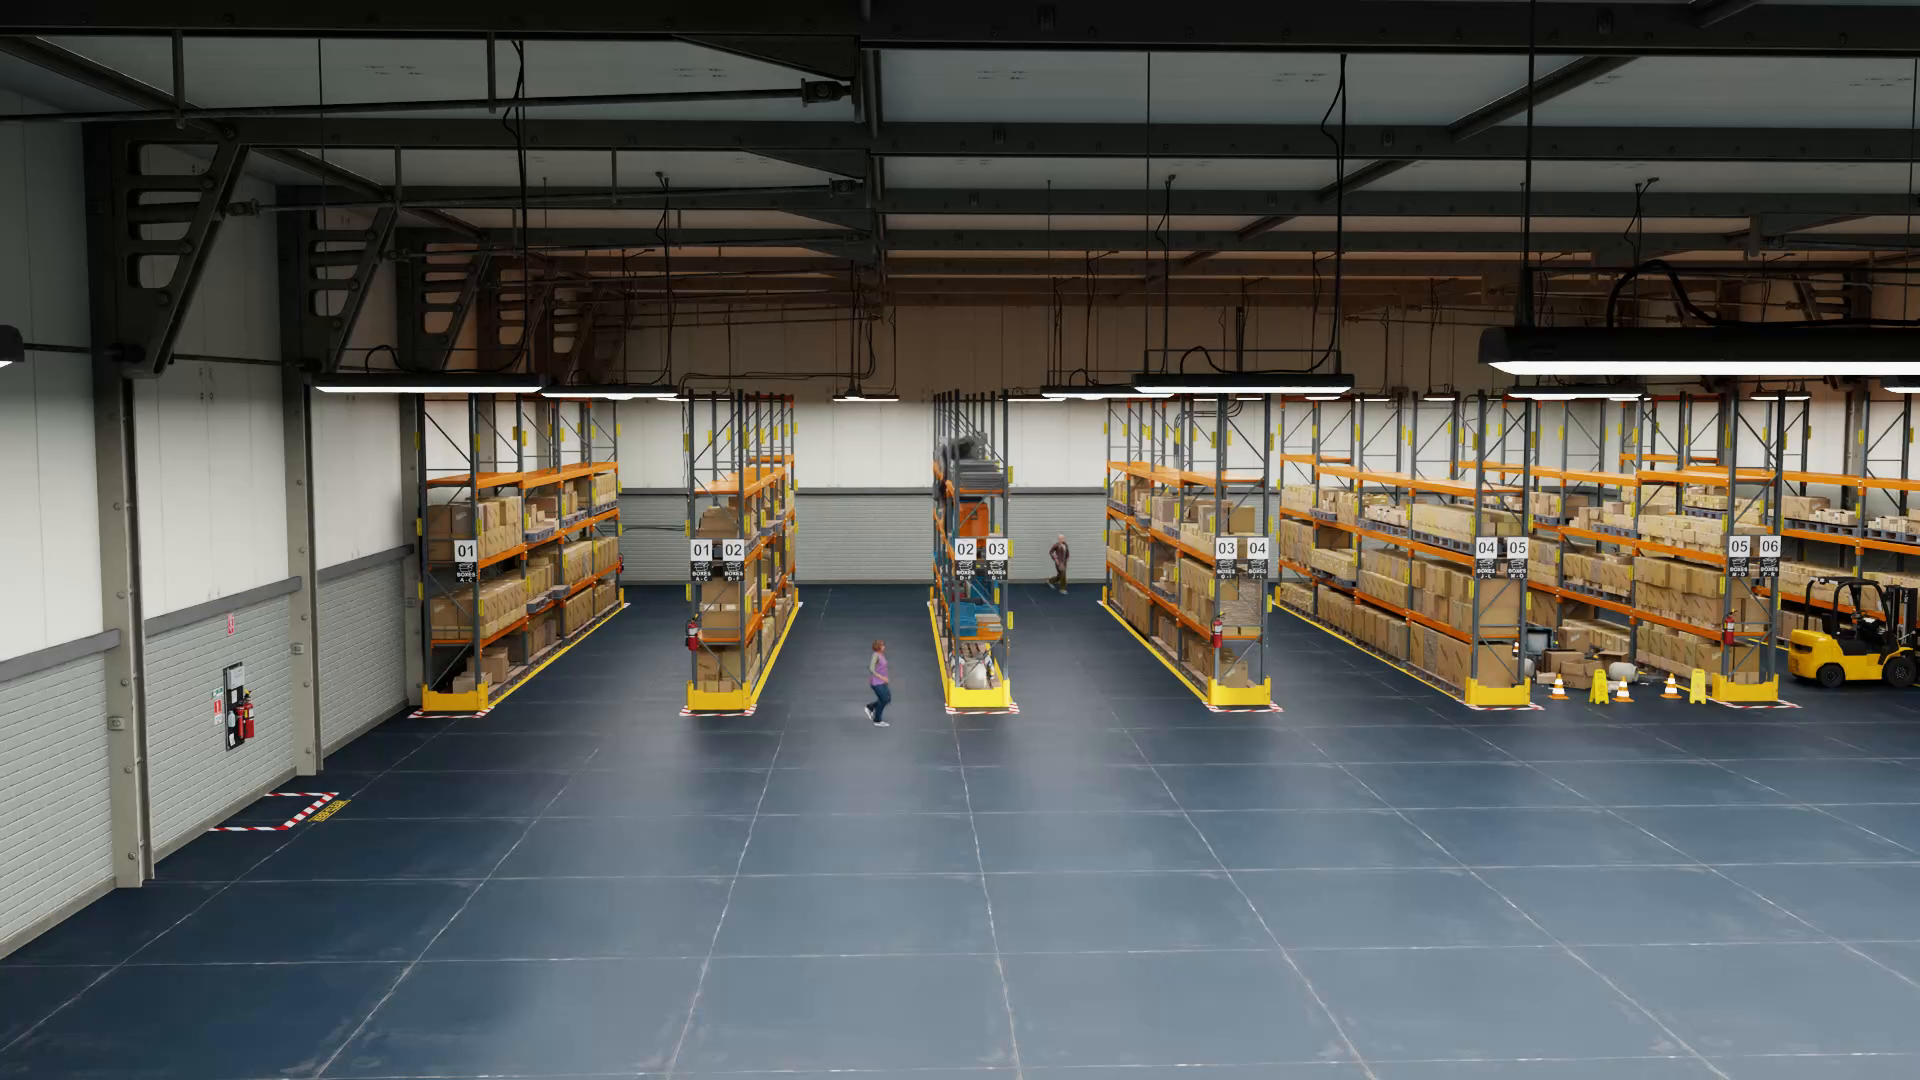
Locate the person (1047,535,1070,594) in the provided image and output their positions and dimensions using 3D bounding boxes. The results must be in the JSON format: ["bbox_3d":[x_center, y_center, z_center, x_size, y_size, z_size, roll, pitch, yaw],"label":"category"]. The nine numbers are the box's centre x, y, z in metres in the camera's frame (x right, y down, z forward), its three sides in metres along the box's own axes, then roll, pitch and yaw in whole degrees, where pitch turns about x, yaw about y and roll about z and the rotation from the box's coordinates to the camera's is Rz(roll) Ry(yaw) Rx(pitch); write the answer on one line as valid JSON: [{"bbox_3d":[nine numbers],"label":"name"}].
[{"bbox_3d":[3.033,0.728,50.482,0.840,1.798,0.720,4,6,42],"label":"person"}]

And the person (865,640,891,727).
[{"bbox_3d":[-1.479,2.544,29.515,0.546,1.562,0.559,2,5,18],"label":"person"}]
